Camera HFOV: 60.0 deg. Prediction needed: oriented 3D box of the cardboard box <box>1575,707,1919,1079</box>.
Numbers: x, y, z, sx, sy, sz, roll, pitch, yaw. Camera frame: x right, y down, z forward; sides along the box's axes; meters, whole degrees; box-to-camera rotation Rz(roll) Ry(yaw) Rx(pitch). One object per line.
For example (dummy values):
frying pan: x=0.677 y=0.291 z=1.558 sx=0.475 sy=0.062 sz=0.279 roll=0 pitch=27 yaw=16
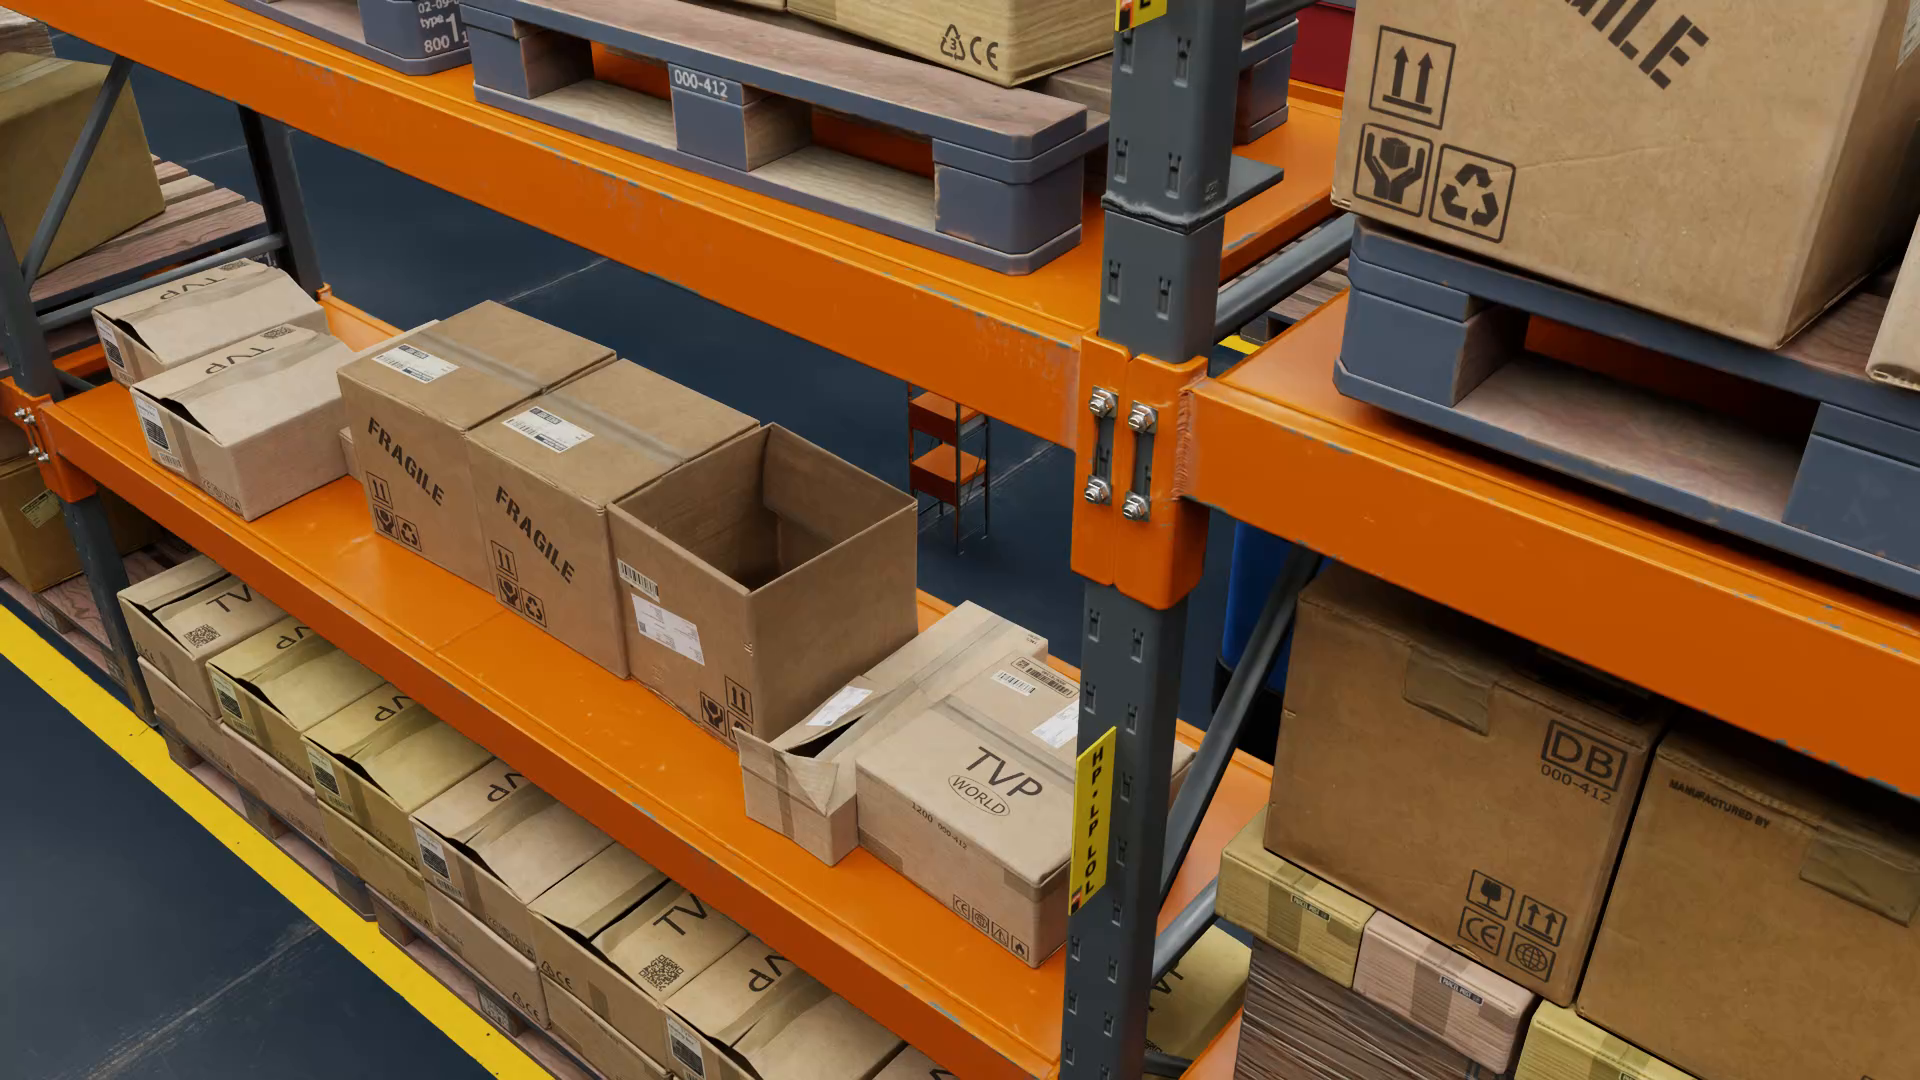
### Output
cardboard box: x=1.276 y=0.398 z=2.286 sx=0.500 sy=0.500 sz=0.700 roll=25 pitch=42 yaw=32

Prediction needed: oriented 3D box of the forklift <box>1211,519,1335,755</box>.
forklift: x=2.301 y=-0.200 z=4.452 sx=3.031 sy=2.935 sz=1.130 roll=27 pitch=43 yaw=34

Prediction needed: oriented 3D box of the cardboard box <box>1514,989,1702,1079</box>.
cardboard box: x=1.017 y=0.691 z=2.433 sx=0.250 sy=0.149 sz=0.380 roll=24 pitch=41 yaw=31

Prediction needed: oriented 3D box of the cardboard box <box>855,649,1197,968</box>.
cardboard box: x=0.135 y=0.536 z=3.452 sx=0.500 sy=0.250 sz=0.500 roll=28 pitch=43 yaw=35

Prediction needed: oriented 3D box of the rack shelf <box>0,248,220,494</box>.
rack shelf: x=-4.070 y=-1.243 z=6.545 sx=4.000 sy=0.370 sz=1.077 roll=25 pitch=42 yaw=32

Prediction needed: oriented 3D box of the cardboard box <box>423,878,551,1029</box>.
cardboard box: x=-1.134 y=1.016 z=4.678 sx=0.500 sy=0.250 sz=0.500 roll=26 pitch=42 yaw=33

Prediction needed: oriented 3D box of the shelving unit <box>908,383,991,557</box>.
shelving unit: x=-0.041 y=-0.452 z=6.481 sx=0.252 sy=1.050 sz=0.215 roll=25 pitch=42 yaw=32

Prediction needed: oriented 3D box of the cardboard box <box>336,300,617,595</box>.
cardboard box: x=-1.233 y=-0.255 z=4.384 sx=0.500 sy=0.500 sz=0.500 roll=23 pitch=41 yaw=29

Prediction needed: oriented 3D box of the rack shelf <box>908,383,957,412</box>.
rack shelf: x=-0.041 y=-0.677 z=6.326 sx=0.240 sy=0.259 sz=0.215 roll=25 pitch=42 yaw=32

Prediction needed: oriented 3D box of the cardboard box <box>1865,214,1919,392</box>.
cardboard box: x=1.175 y=-0.304 z=1.477 sx=0.500 sy=0.311 sz=0.500 roll=23 pitch=41 yaw=29

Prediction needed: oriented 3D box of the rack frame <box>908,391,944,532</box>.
rack frame: x=-0.135 y=-0.496 z=6.545 sx=0.008 sy=1.050 sz=0.200 roll=25 pitch=42 yaw=32

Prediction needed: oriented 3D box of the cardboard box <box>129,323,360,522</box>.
cardboard box: x=-1.969 y=-0.370 z=4.718 sx=0.500 sy=0.311 sz=0.500 roll=25 pitch=42 yaw=31

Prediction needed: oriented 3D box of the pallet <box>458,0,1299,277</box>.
pallet: x=-0.145 y=-0.837 z=2.839 sx=1.217 sy=0.209 sz=0.805 roll=23 pitch=41 yaw=30

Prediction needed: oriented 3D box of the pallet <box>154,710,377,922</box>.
pallet: x=-1.925 y=0.650 z=5.617 sx=1.213 sy=0.211 sz=1.003 roll=25 pitch=42 yaw=32

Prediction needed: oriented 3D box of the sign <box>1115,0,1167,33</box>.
sign: x=0.202 y=-0.706 z=1.744 sx=0.005 sy=0.325 sz=0.100 roll=25 pitch=42 yaw=32

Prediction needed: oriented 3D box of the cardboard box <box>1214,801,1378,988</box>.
cardboard box: x=0.624 y=0.507 z=2.701 sx=0.250 sy=0.149 sz=0.380 roll=25 pitch=42 yaw=32

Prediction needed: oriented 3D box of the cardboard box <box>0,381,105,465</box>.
cardboard box: x=-3.448 y=-0.530 z=6.029 sx=0.500 sy=0.250 sz=0.500 roll=27 pitch=43 yaw=33

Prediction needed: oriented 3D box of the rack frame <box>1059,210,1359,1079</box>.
rack frame: x=0.541 y=0.634 z=3.177 sx=0.127 sy=3.000 sz=1.000 roll=25 pitch=42 yaw=32

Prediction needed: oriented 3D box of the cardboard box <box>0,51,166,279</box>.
cardboard box: x=-3.089 y=-1.208 z=5.400 sx=0.500 sy=0.500 sz=0.700 roll=12 pitch=36 yaw=17

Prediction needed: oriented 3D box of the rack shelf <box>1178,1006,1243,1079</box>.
rack shelf: x=2.079 y=1.655 z=2.326 sx=4.000 sy=0.370 sz=1.077 roll=25 pitch=42 yaw=32

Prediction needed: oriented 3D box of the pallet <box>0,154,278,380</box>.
pallet: x=-3.098 y=-0.951 z=5.654 sx=1.003 sy=0.211 sz=1.213 roll=25 pitch=42 yaw=32

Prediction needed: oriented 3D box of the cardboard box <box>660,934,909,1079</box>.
cardboard box: x=-0.357 y=1.155 z=3.980 sx=0.500 sy=0.311 sz=0.500 roll=27 pitch=42 yaw=33

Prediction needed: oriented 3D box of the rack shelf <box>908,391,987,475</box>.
rack shelf: x=-0.041 y=-0.443 z=6.487 sx=0.240 sy=0.259 sz=0.215 roll=25 pitch=42 yaw=32

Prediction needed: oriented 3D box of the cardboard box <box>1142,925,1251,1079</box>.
cardboard box: x=0.383 y=1.105 z=4.054 sx=0.500 sy=0.311 sz=0.500 roll=25 pitch=42 yaw=32

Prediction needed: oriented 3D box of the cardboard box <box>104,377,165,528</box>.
cardboard box: x=-3.106 y=-0.442 z=6.564 sx=0.500 sy=0.500 sz=0.500 roll=24 pitch=41 yaw=30

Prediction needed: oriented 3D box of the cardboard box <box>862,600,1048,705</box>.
cardboard box: x=-0.009 y=0.328 z=3.845 sx=0.250 sy=0.149 sz=0.380 roll=25 pitch=42 yaw=32

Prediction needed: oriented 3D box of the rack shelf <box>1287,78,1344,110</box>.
rack shelf: x=2.177 y=-1.948 z=7.572 sx=4.000 sy=0.370 sz=1.077 roll=25 pitch=42 yaw=32

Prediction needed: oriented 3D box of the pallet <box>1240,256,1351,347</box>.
pallet: x=2.143 y=-1.080 z=8.135 sx=1.213 sy=0.211 sz=1.003 roll=25 pitch=42 yaw=32

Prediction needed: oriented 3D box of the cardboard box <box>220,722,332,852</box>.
cardboard box: x=-1.931 y=0.645 z=5.220 sx=0.500 sy=0.250 sz=0.500 roll=24 pitch=41 yaw=31

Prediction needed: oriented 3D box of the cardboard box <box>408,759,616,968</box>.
cardboard box: x=-1.123 y=0.790 z=4.512 sx=0.500 sy=0.311 sz=0.500 roll=25 pitch=41 yaw=31

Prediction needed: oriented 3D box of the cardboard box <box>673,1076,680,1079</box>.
cardboard box: x=-0.350 y=1.386 z=4.140 sx=0.500 sy=0.250 sz=0.500 roll=25 pitch=41 yaw=31

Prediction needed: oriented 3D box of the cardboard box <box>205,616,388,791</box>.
cardboard box: x=-1.909 y=0.418 z=5.054 sx=0.500 sy=0.311 sz=0.500 roll=24 pitch=41 yaw=31

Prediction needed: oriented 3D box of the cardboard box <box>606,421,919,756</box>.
cardboard box: x=-0.443 y=0.117 z=3.842 sx=0.500 sy=0.500 sz=0.500 roll=29 pitch=44 yaw=35

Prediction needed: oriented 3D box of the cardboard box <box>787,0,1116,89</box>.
cardboard box: x=0.074 y=-0.941 z=2.583 sx=0.500 sy=0.250 sz=0.500 roll=-29 pitch=44 yaw=-35

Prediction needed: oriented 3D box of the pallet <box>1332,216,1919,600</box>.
pallet: x=1.214 y=-0.268 z=1.920 sx=1.213 sy=0.211 sz=1.003 roll=25 pitch=42 yaw=32
